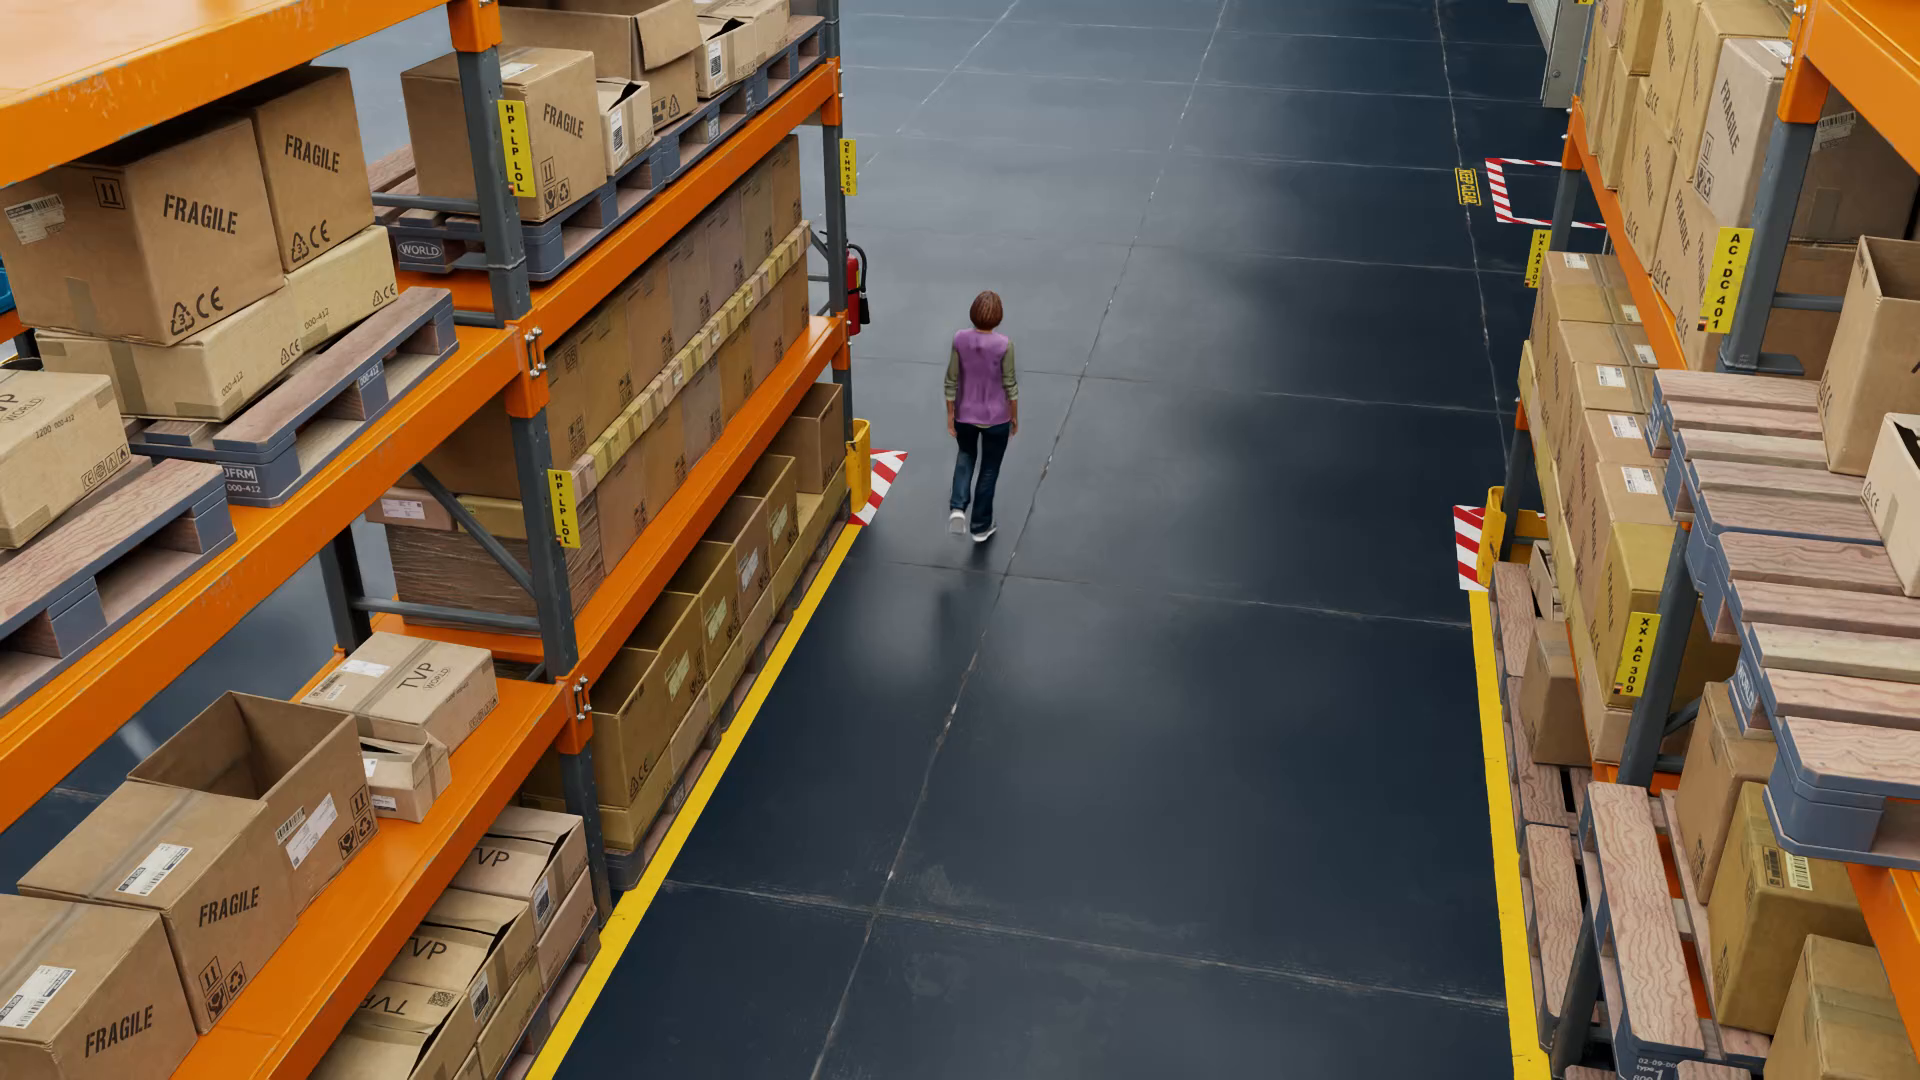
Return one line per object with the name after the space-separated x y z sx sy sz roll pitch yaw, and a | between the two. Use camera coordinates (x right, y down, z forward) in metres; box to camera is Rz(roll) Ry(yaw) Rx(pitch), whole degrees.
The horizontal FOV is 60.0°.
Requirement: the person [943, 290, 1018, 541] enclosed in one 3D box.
0.118 -0.714 9.846 0.425 1.591 0.442 9 31 16 | person
